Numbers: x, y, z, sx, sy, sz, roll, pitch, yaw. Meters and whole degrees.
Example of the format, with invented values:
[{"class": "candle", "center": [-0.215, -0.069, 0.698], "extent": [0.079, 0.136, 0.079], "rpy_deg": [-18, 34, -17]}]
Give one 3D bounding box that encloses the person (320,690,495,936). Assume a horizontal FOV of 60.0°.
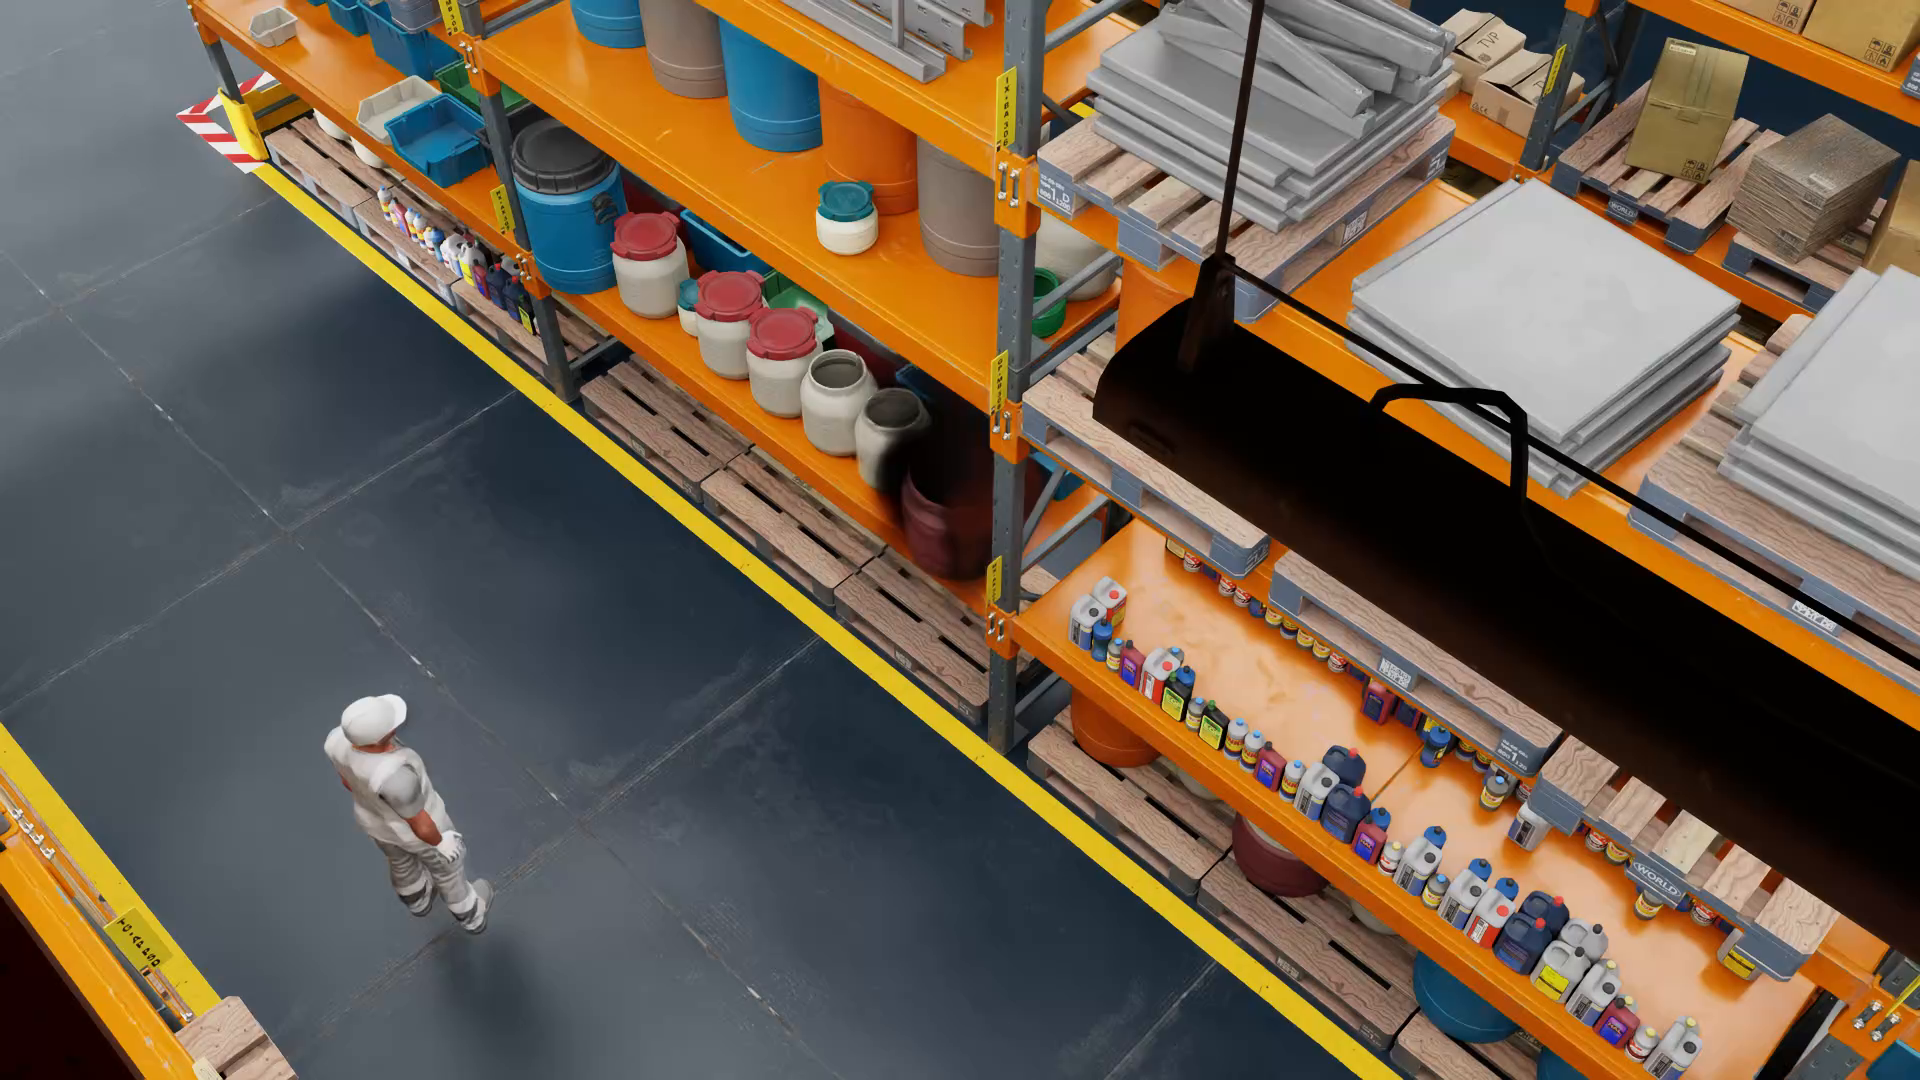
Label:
[{"class": "person", "center": [-2.595, 1.273, 7.769], "extent": [0.579, 1.795, 0.364], "rpy_deg": [14, 51, 12]}]
